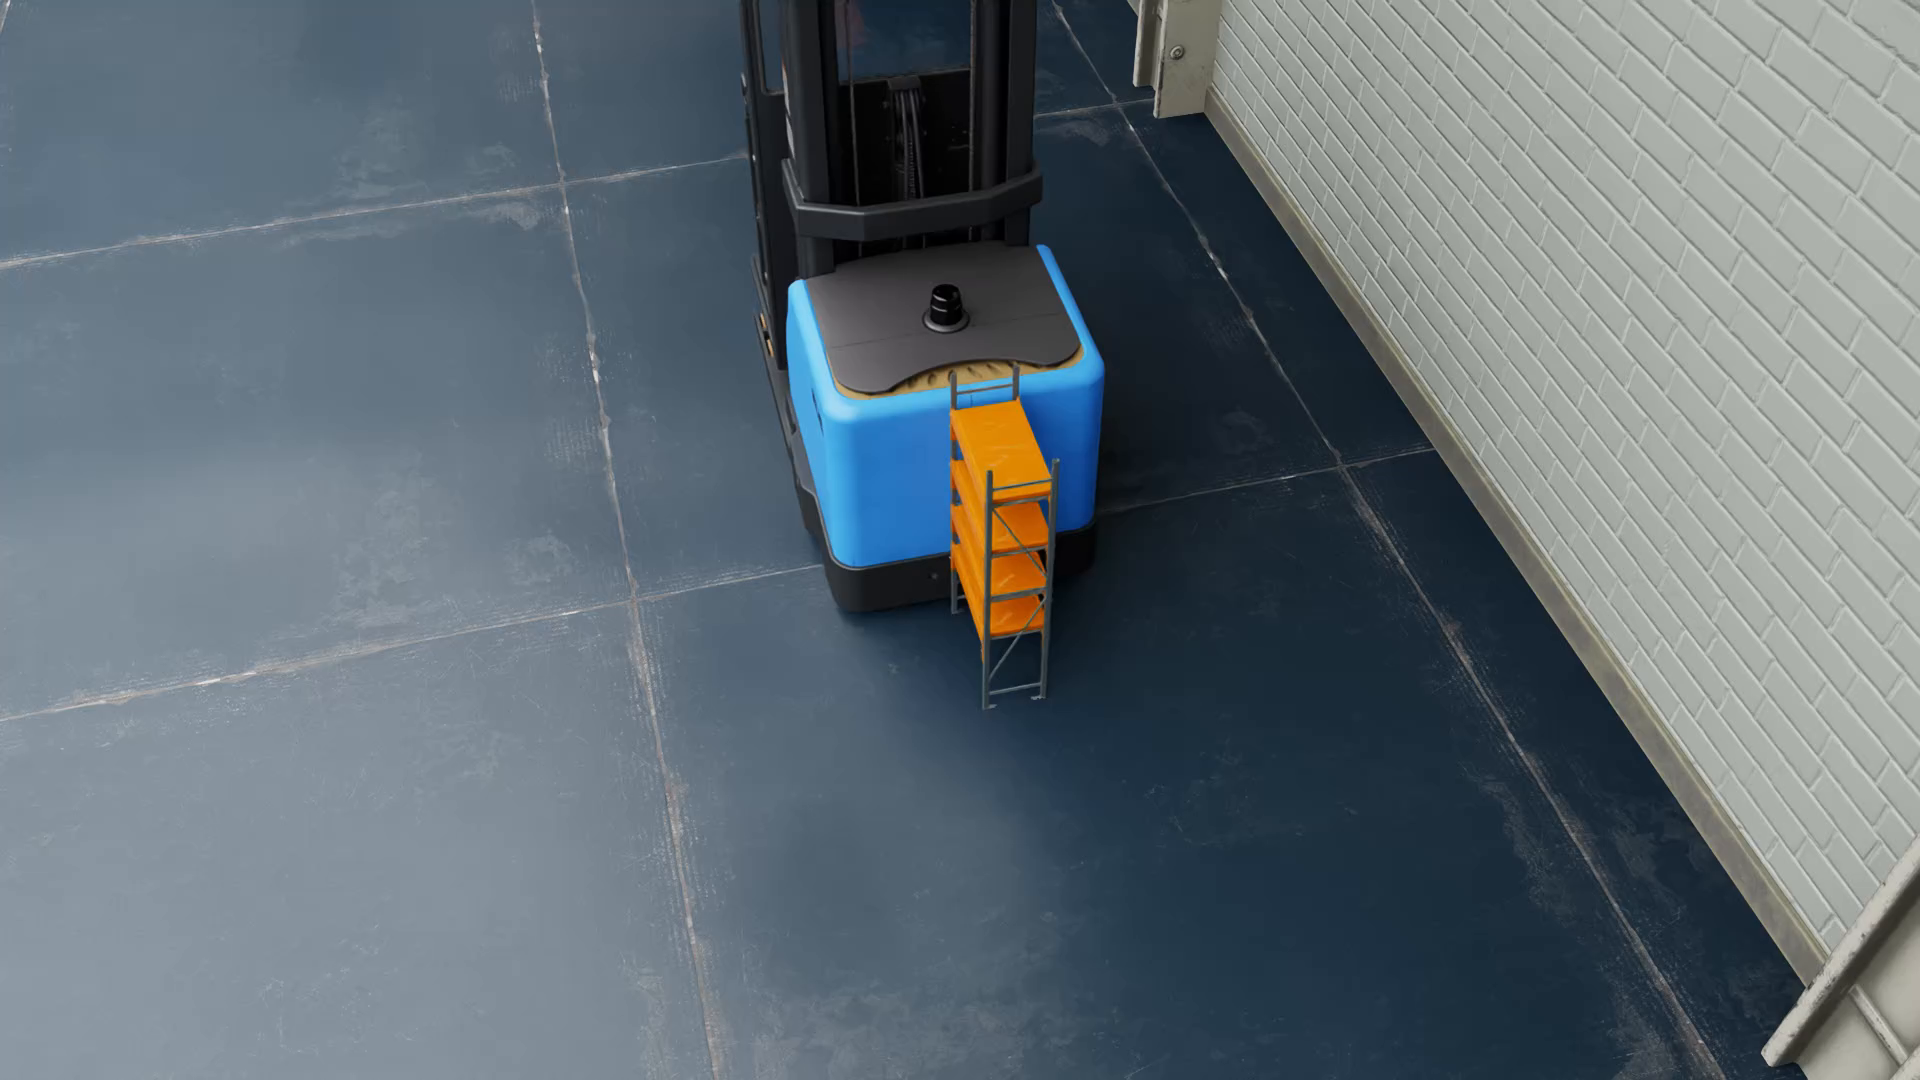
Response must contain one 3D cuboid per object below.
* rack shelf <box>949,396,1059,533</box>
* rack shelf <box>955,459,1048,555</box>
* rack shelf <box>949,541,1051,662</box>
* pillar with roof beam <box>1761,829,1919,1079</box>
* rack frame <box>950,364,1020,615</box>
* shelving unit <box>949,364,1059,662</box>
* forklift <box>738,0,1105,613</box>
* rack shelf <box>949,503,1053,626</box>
[{"bbox_3d":[0.143,-0.261,5.615,0.258,0.148,0.480,-10,46,-10],"label":"rack shelf"},{"bbox_3d":[0.143,-0.132,5.746,0.221,0.021,0.457,-10,46,-10],"label":"rack shelf"},{"bbox_3d":[0.143,0.201,6.086,0.258,0.148,0.480,-10,46,-10],"label":"rack shelf"},{"bbox_3d":[-1.467,-0.660,1.096,9.100,9.000,0.400,-11,47,-10],"label":"pillar with roof beam"},{"bbox_3d":[0.085,-0.155,6.062,0.240,1.200,0.015,-10,46,-10],"label":"rack frame"},{"bbox_3d":[0.141,0.010,5.900,0.258,1.200,0.492,-10,46,-10],"label":"shelving unit"},{"bbox_3d":[-0.315,-1.820,6.482,1.130,2.935,3.031,-10,46,-10],"label":"forklift"},{"bbox_3d":[0.143,0.062,5.944,0.258,0.148,0.480,-10,46,-10],"label":"rack shelf"}]
